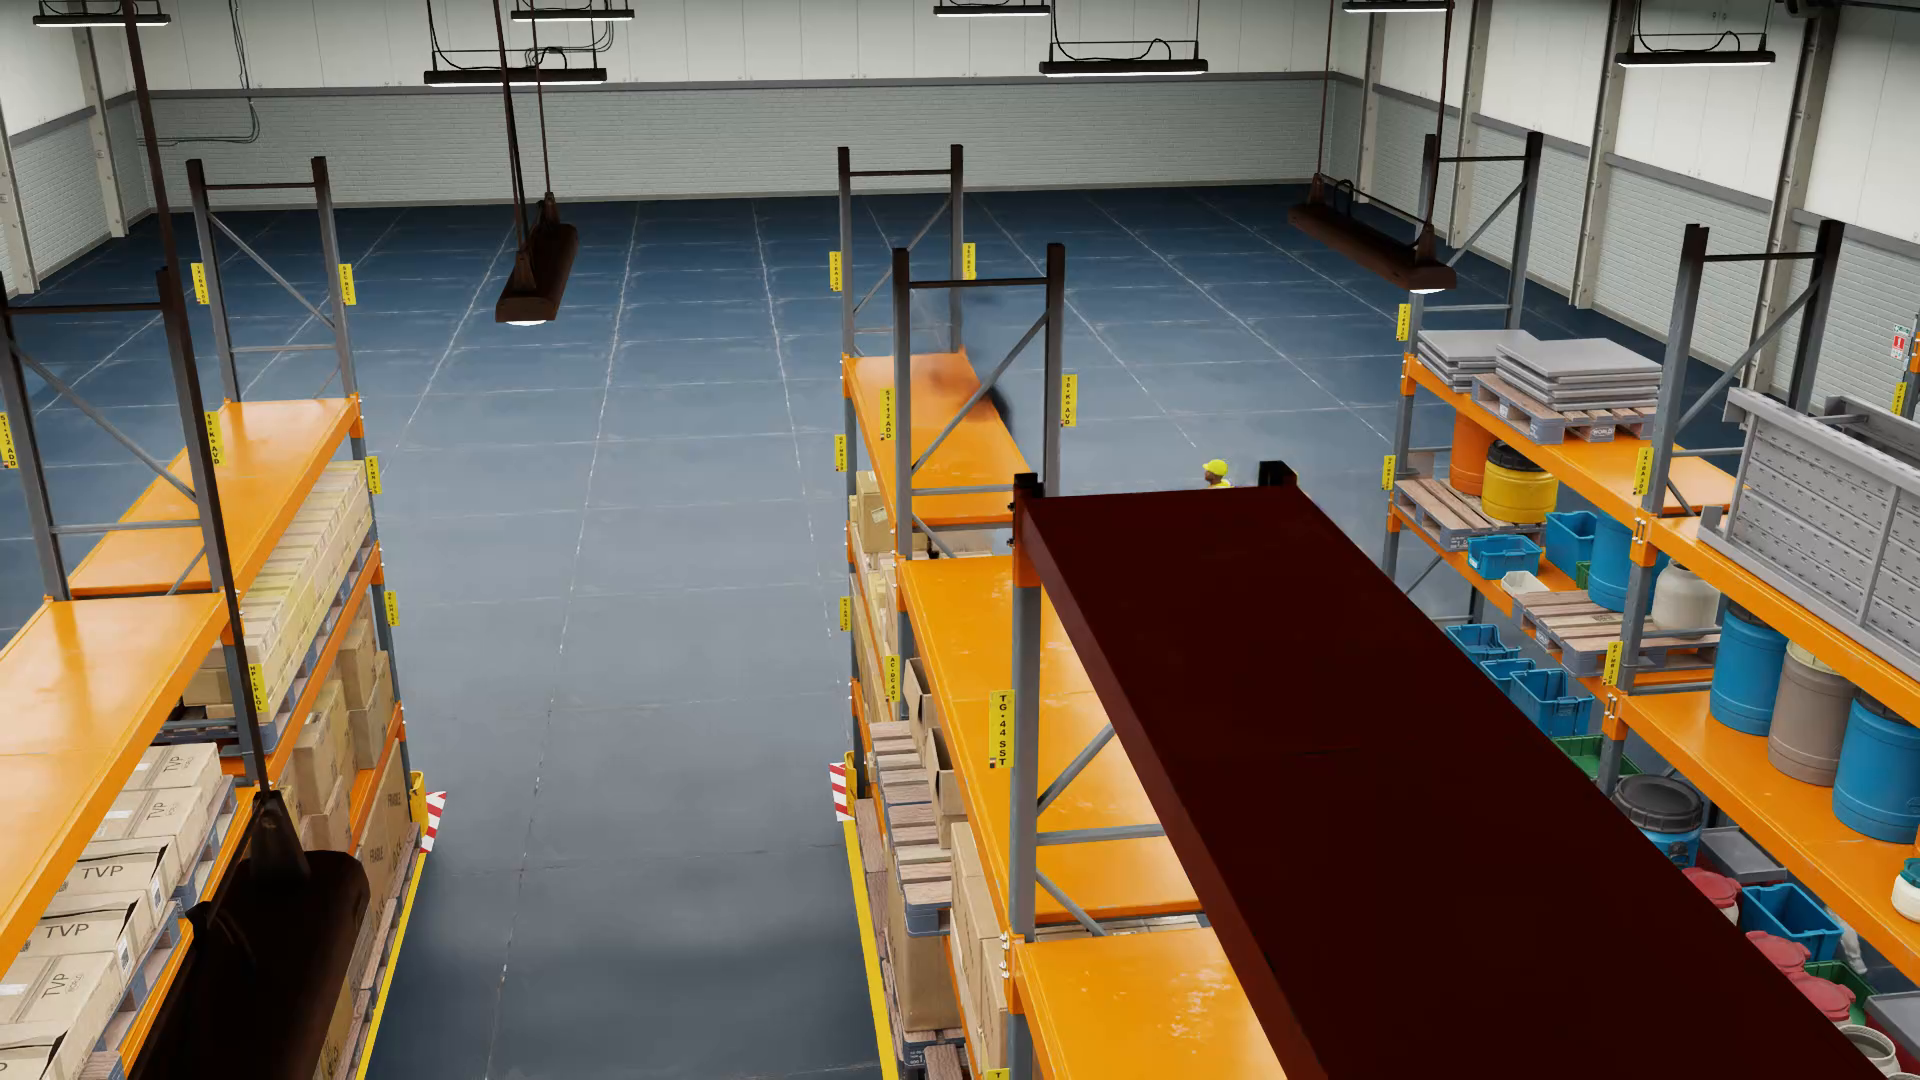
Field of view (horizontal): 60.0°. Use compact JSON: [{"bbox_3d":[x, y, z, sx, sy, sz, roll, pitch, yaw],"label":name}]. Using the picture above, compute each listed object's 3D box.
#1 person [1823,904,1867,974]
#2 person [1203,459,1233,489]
[{"bbox_3d":[6.893,2.555,12.891,0.615,1.710,0.765,-5,22,-13],"label":"person"},{"bbox_3d":[2.950,-0.117,19.518,0.968,1.747,0.710,6,22,15],"label":"person"}]
